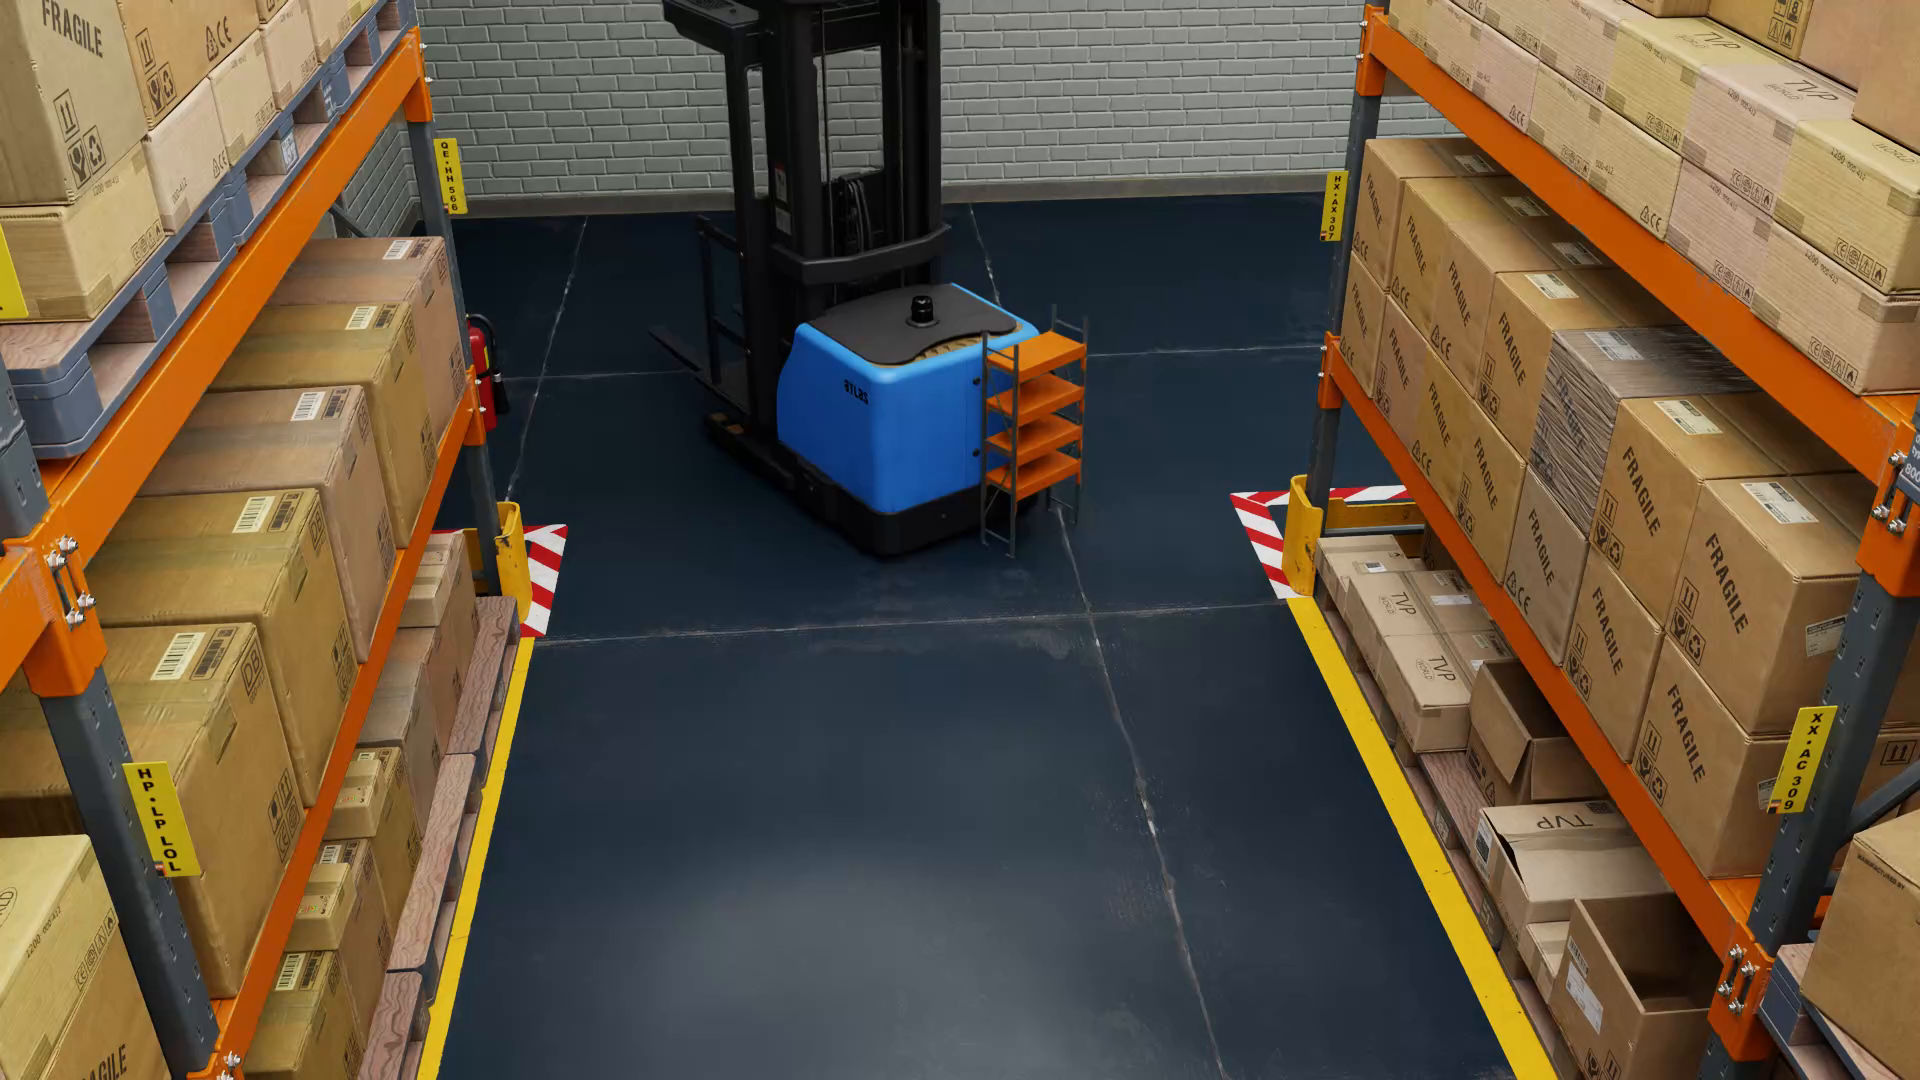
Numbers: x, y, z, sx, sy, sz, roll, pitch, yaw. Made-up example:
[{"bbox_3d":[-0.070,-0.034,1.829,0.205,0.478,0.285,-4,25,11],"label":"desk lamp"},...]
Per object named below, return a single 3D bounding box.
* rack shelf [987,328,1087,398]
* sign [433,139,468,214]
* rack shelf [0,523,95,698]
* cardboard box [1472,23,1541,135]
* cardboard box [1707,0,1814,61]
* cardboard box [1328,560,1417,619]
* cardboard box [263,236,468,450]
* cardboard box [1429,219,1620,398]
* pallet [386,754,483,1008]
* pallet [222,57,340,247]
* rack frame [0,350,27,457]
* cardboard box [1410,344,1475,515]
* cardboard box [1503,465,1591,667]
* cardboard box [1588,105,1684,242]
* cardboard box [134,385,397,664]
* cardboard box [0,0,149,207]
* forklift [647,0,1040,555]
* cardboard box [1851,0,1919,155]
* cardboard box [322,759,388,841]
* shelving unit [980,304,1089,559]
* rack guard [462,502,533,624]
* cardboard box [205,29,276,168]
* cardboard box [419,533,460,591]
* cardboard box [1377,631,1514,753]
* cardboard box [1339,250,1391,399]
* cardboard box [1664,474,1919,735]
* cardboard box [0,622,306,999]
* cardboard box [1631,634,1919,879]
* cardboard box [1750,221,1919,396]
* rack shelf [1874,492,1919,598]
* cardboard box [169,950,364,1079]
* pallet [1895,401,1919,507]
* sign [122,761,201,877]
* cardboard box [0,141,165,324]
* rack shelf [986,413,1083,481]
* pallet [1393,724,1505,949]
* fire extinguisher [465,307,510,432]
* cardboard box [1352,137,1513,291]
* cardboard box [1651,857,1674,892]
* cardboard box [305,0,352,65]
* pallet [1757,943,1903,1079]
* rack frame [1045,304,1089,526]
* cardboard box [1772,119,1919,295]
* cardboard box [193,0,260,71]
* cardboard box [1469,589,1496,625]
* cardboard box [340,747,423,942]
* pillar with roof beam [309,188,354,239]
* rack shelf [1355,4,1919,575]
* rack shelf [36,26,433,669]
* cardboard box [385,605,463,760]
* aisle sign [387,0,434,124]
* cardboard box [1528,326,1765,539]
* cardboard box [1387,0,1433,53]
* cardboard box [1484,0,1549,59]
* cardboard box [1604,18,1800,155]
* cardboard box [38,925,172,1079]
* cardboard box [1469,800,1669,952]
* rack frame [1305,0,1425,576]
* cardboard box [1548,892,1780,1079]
[{"bbox_3d":[0.374,-0.885,8.293,0.480,0.148,0.258,-26,40,-36],"label":"rack shelf"},{"bbox_3d":[-2.159,-1.538,7.039,0.100,0.325,0.005,-3,31,-5],"label":"sign"},{"bbox_3d":[-2.140,1.164,1.652,1.077,0.370,4.000,-3,31,-5],"label":"rack shelf"},{"bbox_3d":[2.108,-1.597,5.720,0.500,0.250,0.500,-3,31,-5],"label":"cardboard box"},{"bbox_3d":[2.563,-1.640,4.574,0.700,0.500,0.500,-3,31,-5],"label":"cardboard box"},{"bbox_3d":[1.951,0.226,7.780,0.380,0.166,0.250,-3,31,-5],"label":"cardboard box"},{"bbox_3d":[-2.643,-0.789,6.853,0.980,0.700,0.700,-1,31,-2],"label":"cardboard box"},{"bbox_3d":[2.108,-0.870,6.209,0.500,0.500,0.500,-2,31,-4],"label":"cardboard box"},{"bbox_3d":[-2.438,1.303,6.363,1.003,0.211,1.213,-3,31,-5],"label":"pallet"},{"bbox_3d":[-2.504,-1.167,4.940,1.003,0.211,1.213,-3,31,-5],"label":"pallet"},{"bbox_3d":[-2.327,-1.453,2.408,1.000,3.000,0.127,-3,31,-5],"label":"rack frame"},{"bbox_3d":[2.107,-0.443,6.470,0.500,0.500,0.500,-3,31,-5],"label":"cardboard box"},{"bbox_3d":[2.202,0.072,5.607,0.500,0.500,0.500,-2,31,-3],"label":"cardboard box"},{"bbox_3d":[2.203,-1.087,4.865,0.500,0.250,0.500,-3,31,-5],"label":"cardboard box"},{"bbox_3d":[-2.502,-0.028,5.580,0.980,0.700,0.700,-4,31,-7],"label":"cardboard box"},{"bbox_3d":[-2.115,-1.024,3.522,0.500,0.500,0.500,-3,31,-5],"label":"cardboard box"},{"bbox_3d":[-0.841,-1.886,9.050,1.130,2.935,3.031,-20,36,-30],"label":"forklift"},{"bbox_3d":[2.521,-1.123,3.708,0.700,0.500,0.500,-3,31,-5],"label":"cardboard box"},{"bbox_3d":[-2.194,0.900,5.714,0.380,0.149,0.250,-4,31,-6],"label":"cardboard box"},{"bbox_3d":[0.374,-0.548,8.496,0.503,1.200,0.258,-26,40,-36],"label":"shelving unit"},{"bbox_3d":[-2.703,0.141,8.027,1.175,0.500,0.348,-3,31,-5],"label":"rack guard"},{"bbox_3d":[-2.218,-1.212,4.568,0.500,0.250,0.500,-4,31,-6],"label":"cardboard box"},{"bbox_3d":[-2.343,0.104,7.047,0.380,0.149,0.250,-3,31,-5],"label":"cardboard box"},{"bbox_3d":[2.092,0.634,7.016,0.500,0.250,0.500,-3,31,-5],"label":"cardboard box"},{"bbox_3d":[2.010,-0.963,7.340,0.500,0.500,0.500,-2,31,-4],"label":"cardboard box"},{"bbox_3d":[2.299,0.165,4.476,0.500,0.500,0.500,-3,31,-4],"label":"cardboard box"},{"bbox_3d":[-2.362,0.716,4.334,0.980,0.700,0.700,-2,31,-4],"label":"cardboard box"},{"bbox_3d":[2.302,0.597,4.728,0.500,0.500,0.500,-2,31,-4],"label":"cardboard box"},{"bbox_3d":[2.294,-0.576,4.010,0.500,0.250,0.500,-3,31,-5],"label":"cardboard box"},{"bbox_3d":[2.791,0.925,2.052,1.077,0.370,4.000,-3,31,-5],"label":"rack shelf"},{"bbox_3d":[-2.295,1.628,5.127,0.700,0.500,0.500,-2,31,-4],"label":"cardboard box"},{"bbox_3d":[2.595,0.012,3.063,1.213,0.211,1.003,-3,31,-5],"label":"pallet"},{"bbox_3d":[-1.788,0.628,3.721,0.100,0.325,0.005,-3,31,-5],"label":"sign"},{"bbox_3d":[-2.129,-0.690,3.694,0.500,0.250,0.500,-3,31,-5],"label":"cardboard box"},{"bbox_3d":[0.374,-0.491,8.531,0.480,0.148,0.258,-26,40,-36],"label":"rack shelf"},{"bbox_3d":[2.424,1.105,6.694,1.003,0.211,1.213,-3,31,-5],"label":"pallet"},{"bbox_3d":[-2.256,-0.826,7.647,0.296,0.674,0.183,-3,31,-5],"label":"fire extinguisher"},{"bbox_3d":[2.010,-1.392,7.083,0.500,0.500,0.500,-2,31,-3],"label":"cardboard box"},{"bbox_3d":[2.690,1.245,6.075,0.380,0.166,0.250,-3,31,-5],"label":"cardboard box"},{"bbox_3d":[-2.318,-1.740,5.452,0.500,0.250,0.500,-4,31,-6],"label":"cardboard box"},{"bbox_3d":[2.570,1.379,3.704,1.003,0.211,1.213,-3,31,-5],"label":"pallet"},{"bbox_3d":[0.552,-0.634,8.639,0.015,1.200,0.240,-26,40,-36],"label":"rack frame"},{"bbox_3d":[2.289,-0.790,3.882,0.500,0.250,0.500,-3,31,-5],"label":"cardboard box"},{"bbox_3d":[-2.220,-1.538,4.382,0.500,0.500,0.500,-3,31,-4],"label":"cardboard box"},{"bbox_3d":[2.475,0.345,7.581,0.380,0.166,0.250,-3,31,-5],"label":"cardboard box"},{"bbox_3d":[-2.384,1.110,5.995,0.700,0.500,0.500,-2,31,-3],"label":"cardboard box"},{"bbox_3d":[0.472,-5.039,8.411,9.100,9.000,0.400,-3,31,-5],"label":"pillar with roof beam"},{"bbox_3d":[2.418,-1.117,5.471,1.077,0.370,4.000,-3,31,-5],"label":"rack shelf"},{"bbox_3d":[-2.514,-0.878,5.071,1.077,0.370,4.000,-3,31,-5],"label":"rack shelf"},{"bbox_3d":[-2.489,0.581,6.880,0.700,0.500,0.500,-3,31,-5],"label":"cardboard box"},{"bbox_3d":[-2.409,-2.087,6.784,0.394,0.787,0.004,-3,31,-5],"label":"aisle sign"},{"bbox_3d":[2.202,-0.354,5.345,0.500,0.500,0.500,-3,31,-4],"label":"cardboard box"},{"bbox_3d":[2.026,-2.108,6.575,0.500,0.250,0.500,-3,31,-5],"label":"cardboard box"},{"bbox_3d":[2.112,-1.812,5.592,0.500,0.250,0.500,-3,31,-5],"label":"cardboard box"},{"bbox_3d":[2.201,-1.301,4.737,0.500,0.250,0.500,-3,31,-5],"label":"cardboard box"},{"bbox_3d":[-2.033,1.167,3.465,0.500,0.500,0.500,-3,31,-5],"label":"cardboard box"},{"bbox_3d":[2.199,1.188,6.029,0.500,0.311,0.500,-3,31,-5],"label":"cardboard box"},{"bbox_3d":[2.231,-1.159,7.766,1.000,3.000,0.127,-3,31,-5],"label":"rack frame"},{"bbox_3d":[2.269,1.490,5.339,0.500,0.500,0.500,-3,31,-5],"label":"cardboard box"}]
